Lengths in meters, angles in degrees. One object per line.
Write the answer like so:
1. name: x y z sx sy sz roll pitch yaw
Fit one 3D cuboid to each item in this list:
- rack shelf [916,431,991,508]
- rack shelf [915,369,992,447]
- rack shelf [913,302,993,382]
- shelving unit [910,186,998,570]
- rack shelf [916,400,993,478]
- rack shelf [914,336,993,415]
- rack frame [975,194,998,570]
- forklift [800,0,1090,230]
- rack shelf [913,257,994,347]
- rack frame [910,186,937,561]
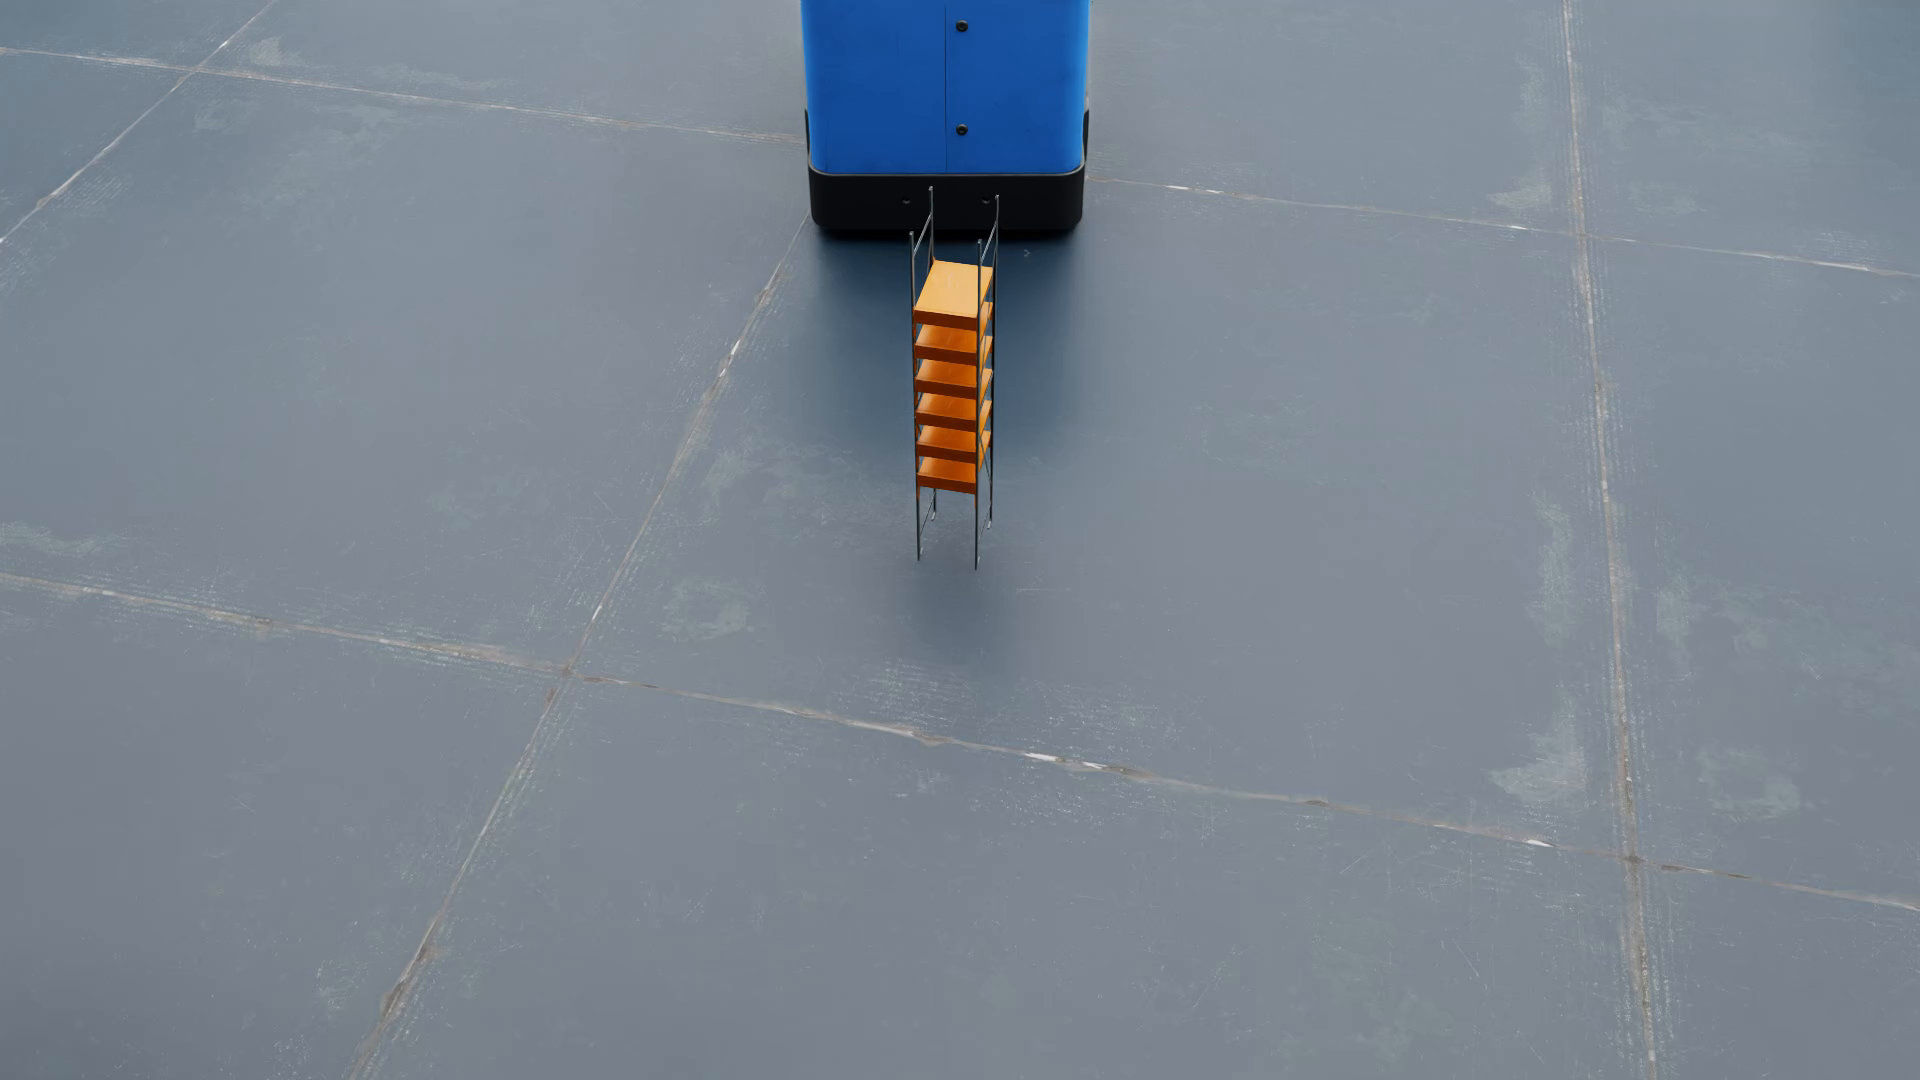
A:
1. rack shelf: -0.014 -0.230 5.033 0.180 0.103 0.258 9 45 9
2. rack shelf: -0.014 -0.402 4.867 0.180 0.103 0.258 9 45 9
3. rack shelf: -0.014 -0.575 4.701 0.180 0.103 0.258 9 45 9
4. shelving unit: -0.014 -0.434 4.836 0.189 1.200 0.258 9 45 9
5. rack shelf: -0.014 -0.316 4.950 0.180 0.103 0.258 9 45 9
6. rack shelf: -0.014 -0.489 4.784 0.180 0.103 0.258 9 45 9
7. rack frame: 0.075 -0.421 4.822 0.006 1.200 0.240 9 45 9
8. forklift: -0.053 -3.244 6.507 1.130 2.935 3.031 0 44 0
9. rack shelf: -0.014 -0.662 4.617 0.180 0.103 0.258 9 45 9
10. rack frame: -0.103 -0.448 4.851 0.006 1.200 0.240 9 45 9
